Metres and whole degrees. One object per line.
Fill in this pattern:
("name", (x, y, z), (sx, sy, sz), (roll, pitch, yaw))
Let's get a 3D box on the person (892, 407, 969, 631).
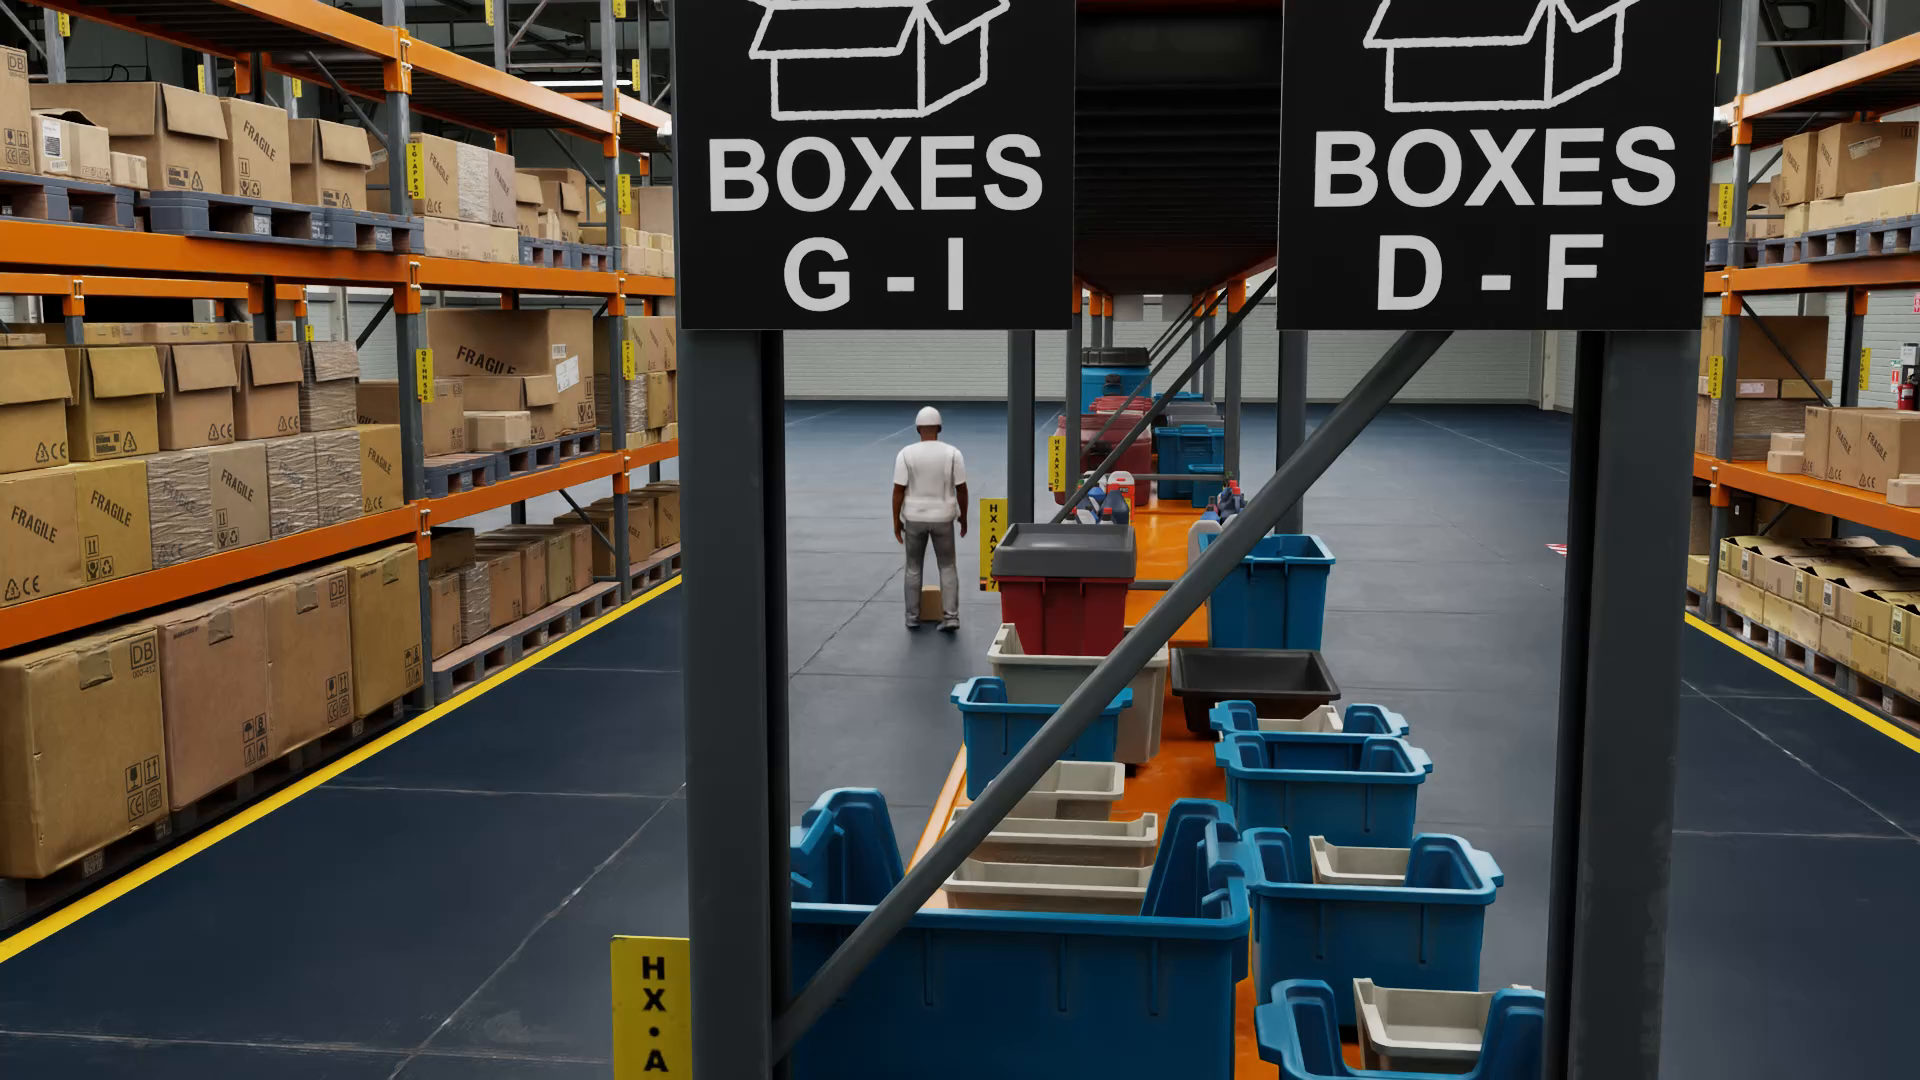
("person", (-0.236, -0.164, 13.076), (0.597, 1.775, 0.579), (0, 8, -2))
